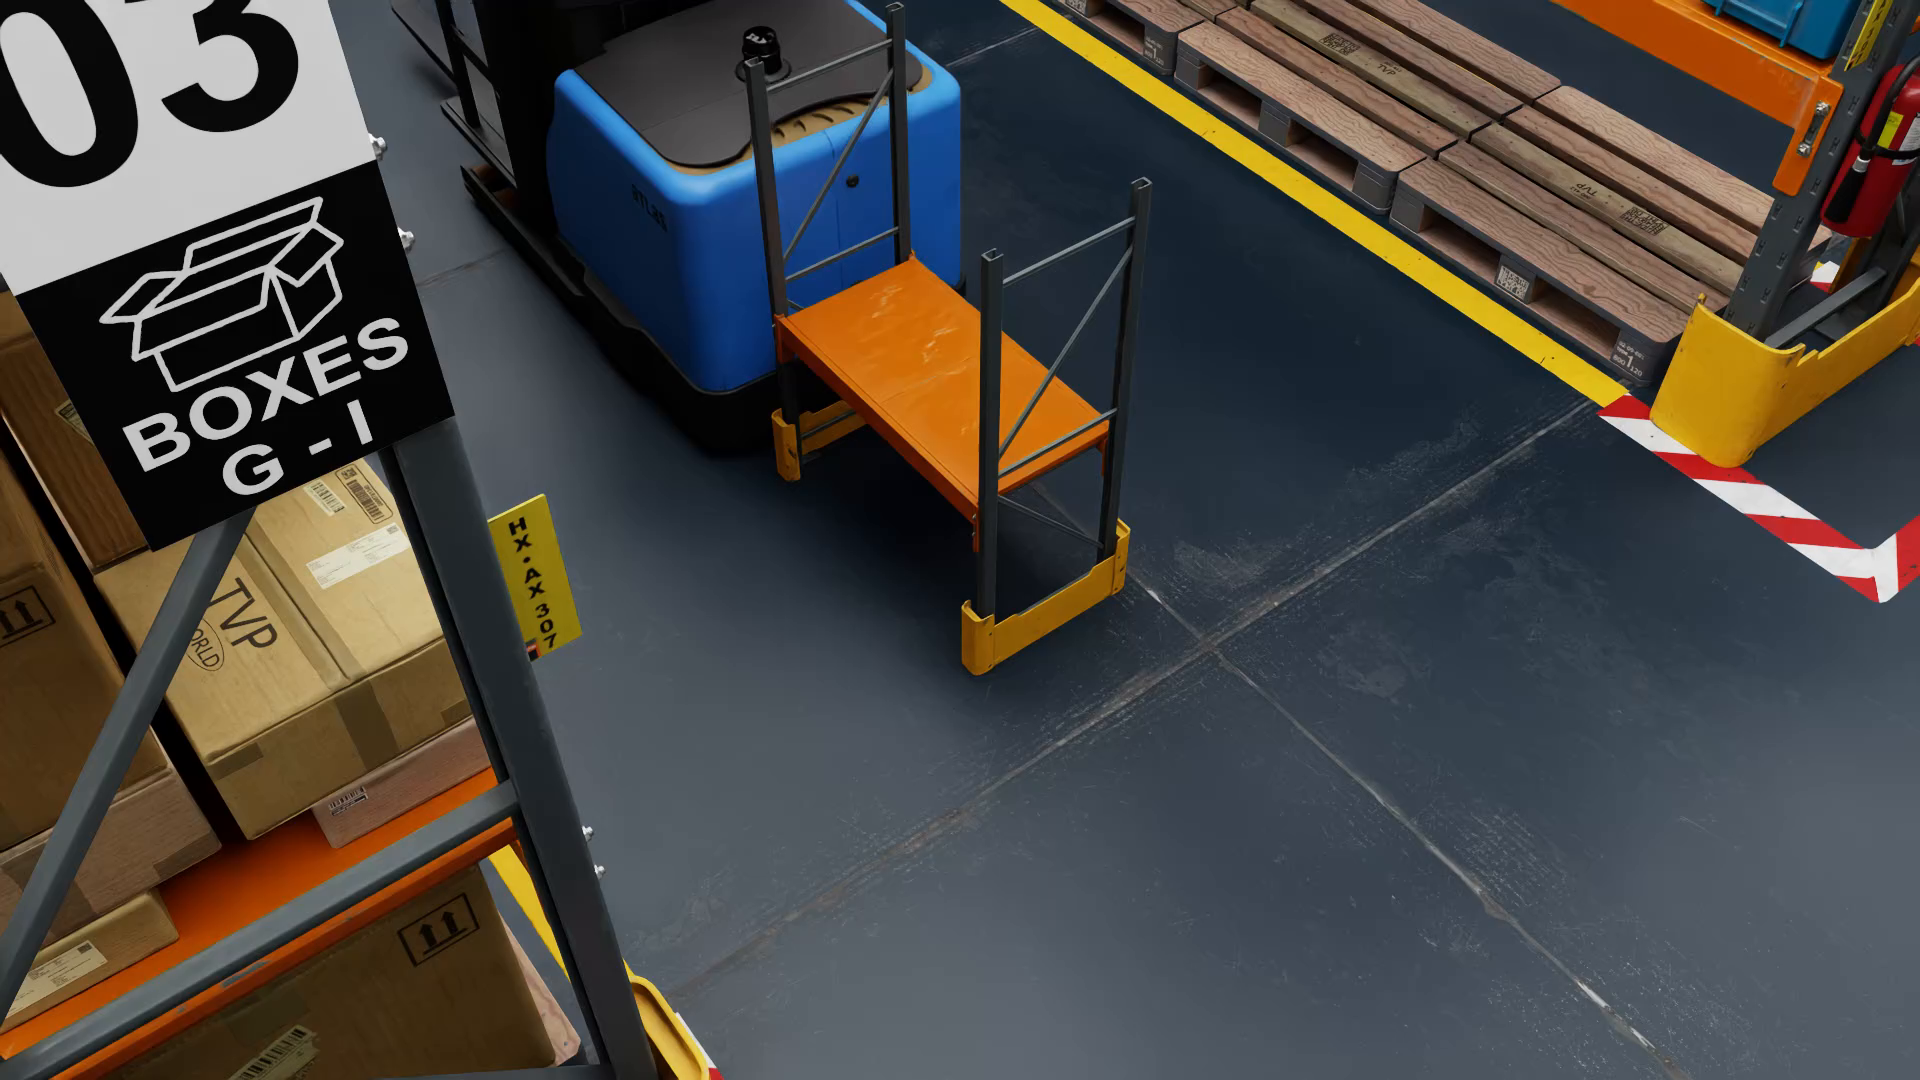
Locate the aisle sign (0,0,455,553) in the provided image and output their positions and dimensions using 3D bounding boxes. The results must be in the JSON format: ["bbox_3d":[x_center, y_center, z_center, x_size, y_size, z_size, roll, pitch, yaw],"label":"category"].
[{"bbox_3d":[-0.810,-0.338,1.777,0.394,0.787,0.004,-29,54,-24],"label":"aisle sign"}]

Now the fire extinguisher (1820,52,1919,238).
[{"bbox_3d":[2.580,-1.151,4.573,0.296,0.674,0.183,-29,54,-24],"label":"fire extinguisher"}]

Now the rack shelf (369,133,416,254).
[{"bbox_3d":[-2.303,-1.318,2.881,1.077,0.370,4.000,-29,54,-24],"label":"rack shelf"}]

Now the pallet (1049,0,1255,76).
[{"bbox_3d":[0.904,-2.601,7.465,1.003,0.211,1.213,-29,54,-24],"label":"pallet"}]

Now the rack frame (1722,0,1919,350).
[{"bbox_3d":[2.850,-1.595,4.671,1.000,3.000,0.127,-29,54,-24],"label":"rack frame"}]

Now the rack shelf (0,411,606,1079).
[{"bbox_3d":[-2.303,-0.311,3.993,1.077,0.370,4.000,-29,54,-24],"label":"rack shelf"}]

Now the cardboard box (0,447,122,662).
[{"bbox_3d":[-1.903,0.111,3.025,0.500,0.250,0.500,-30,55,-25],"label":"cardboard box"}]

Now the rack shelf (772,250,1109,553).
[{"bbox_3d":[-0.052,-0.433,4.873,0.538,0.185,1.000,-29,54,-24],"label":"rack shelf"}]

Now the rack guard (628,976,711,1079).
[{"bbox_3d":[-1.077,1.481,3.570,1.175,0.500,0.348,-29,54,-24],"label":"rack guard"}]

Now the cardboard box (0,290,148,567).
[{"bbox_3d":[-1.470,-0.373,2.958,0.500,0.500,0.500,-31,55,-25],"label":"cardboard box"}]

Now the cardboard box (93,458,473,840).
[{"bbox_3d":[-1.168,0.173,2.969,0.500,0.250,0.500,-31,55,-25],"label":"cardboard box"}]

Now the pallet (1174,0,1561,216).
[{"bbox_3d":[1.647,-1.881,6.813,1.003,0.211,1.213,-29,54,-24],"label":"pallet"}]

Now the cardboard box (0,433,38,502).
[{"bbox_3d":[-2.212,-0.189,3.297,0.500,0.250,0.500,-31,55,-25],"label":"cardboard box"}]

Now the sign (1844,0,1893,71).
[{"bbox_3d":[2.422,-1.393,4.378,0.100,0.325,0.005,-29,54,-24],"label":"sign"}]

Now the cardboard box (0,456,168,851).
[{"bbox_3d":[-1.596,0.156,2.478,0.500,0.500,0.500,-29,54,-24],"label":"cardboard box"}]

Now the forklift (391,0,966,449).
[{"bbox_3d":[-1.247,-2.340,5.393,1.130,2.935,3.031,-28,54,-23],"label":"forklift"}]

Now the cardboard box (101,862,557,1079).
[{"bbox_3d":[-1.543,0.858,3.598,0.875,0.875,0.875,-29,54,-24],"label":"cardboard box"}]

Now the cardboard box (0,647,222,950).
[{"bbox_3d":[-1.597,0.411,2.754,0.500,0.250,0.500,-30,55,-25],"label":"cardboard box"}]

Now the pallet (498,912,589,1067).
[{"bbox_3d":[-1.638,1.127,4.086,1.003,0.211,1.213,-29,54,-24],"label":"pallet"}]

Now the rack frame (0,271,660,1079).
[{"bbox_3d":[-1.095,0.628,2.656,0.949,2.616,0.053,-29,54,-24],"label":"rack frame"}]

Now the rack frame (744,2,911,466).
[{"bbox_3d":[-0.359,-0.854,5.012,0.500,1.500,0.032,-29,54,-24],"label":"rack frame"}]

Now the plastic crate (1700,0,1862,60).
[{"bbox_3d":[2.498,-1.741,4.739,0.616,0.435,0.499,-29,54,-24],"label":"plastic crate"}]

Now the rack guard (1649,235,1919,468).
[{"bbox_3d":[2.875,-0.747,5.590,1.175,0.500,0.348,-29,54,-24],"label":"rack guard"}]

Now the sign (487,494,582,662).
[{"bbox_3d":[-0.647,0.064,2.529,0.100,0.325,0.005,-29,54,-24],"label":"sign"}]

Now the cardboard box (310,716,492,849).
[{"bbox_3d":[-1.044,0.354,3.074,0.380,0.149,0.250,-29,54,-24],"label":"cardboard box"}]

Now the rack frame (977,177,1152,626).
[{"bbox_3d":[0.256,-0.254,4.468,0.500,1.500,0.032,-29,54,-24],"label":"rack frame"}]

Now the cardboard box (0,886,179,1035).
[{"bbox_3d":[-1.570,0.649,2.807,0.380,0.149,0.250,-28,54,-23],"label":"cardboard box"}]

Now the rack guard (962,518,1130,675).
[{"bbox_3d":[0.255,0.165,4.932,0.587,0.250,0.087,-29,54,-24],"label":"rack guard"}]

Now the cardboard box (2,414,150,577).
[{"bbox_3d":[-1.488,-0.130,3.244,0.500,0.250,0.500,-30,54,-24],"label":"cardboard box"}]

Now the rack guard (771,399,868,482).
[{"bbox_3d":[-0.348,-0.423,5.464,0.587,0.250,0.087,-29,54,-24],"label":"rack guard"}]

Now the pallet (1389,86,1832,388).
[{"bbox_3d":[2.381,-1.162,6.161,1.003,0.211,1.213,-29,54,-24],"label":"pallet"}]

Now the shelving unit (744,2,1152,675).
[{"bbox_3d":[-0.046,-0.549,4.735,0.587,1.500,1.083,-29,54,-24],"label":"shelving unit"}]

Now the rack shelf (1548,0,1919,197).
[{"bbox_3d":[1.639,-2.533,6.007,1.077,0.370,4.000,-29,54,-24],"label":"rack shelf"}]
